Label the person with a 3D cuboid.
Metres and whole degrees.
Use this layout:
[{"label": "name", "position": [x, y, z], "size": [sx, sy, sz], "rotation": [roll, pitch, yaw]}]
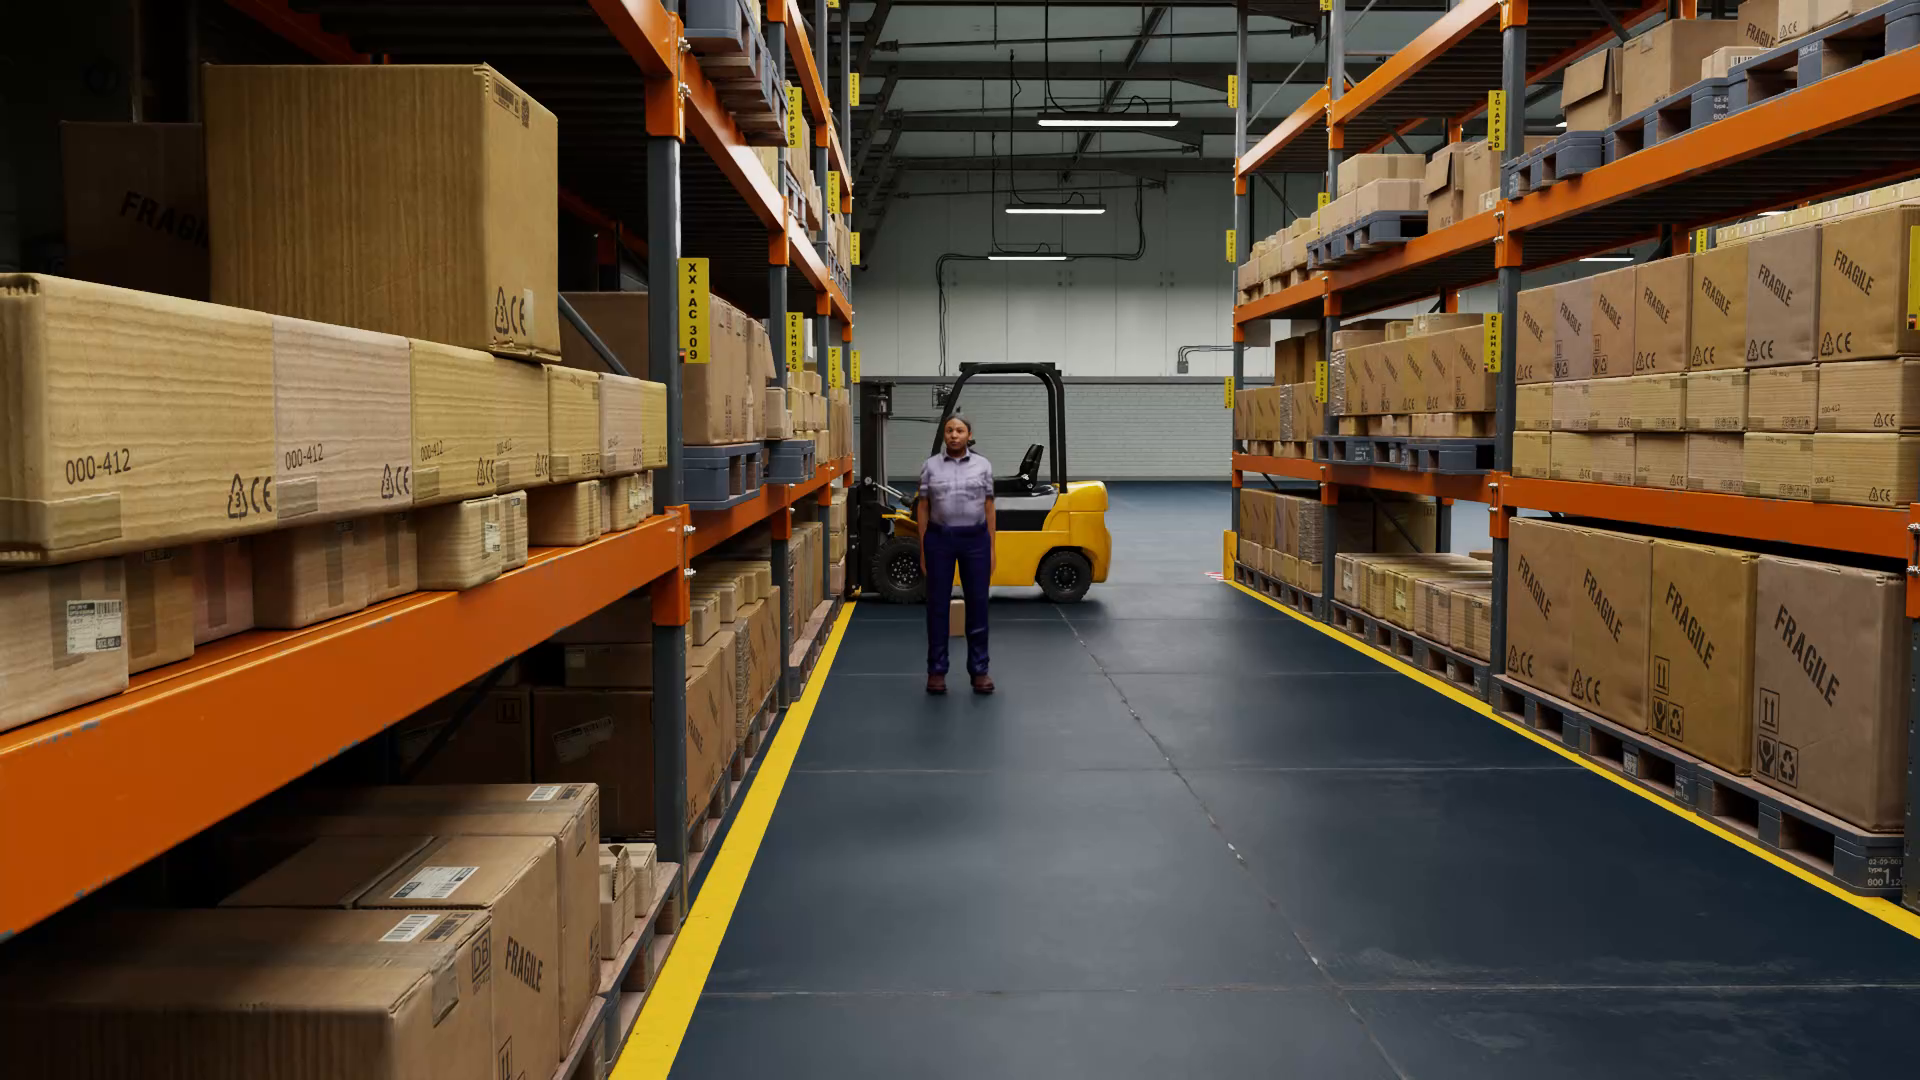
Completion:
[{"label": "person", "position": [-0.018, 0.065, 9.907], "size": [0.473, 1.650, 0.354], "rotation": [0, 4, -4]}]
